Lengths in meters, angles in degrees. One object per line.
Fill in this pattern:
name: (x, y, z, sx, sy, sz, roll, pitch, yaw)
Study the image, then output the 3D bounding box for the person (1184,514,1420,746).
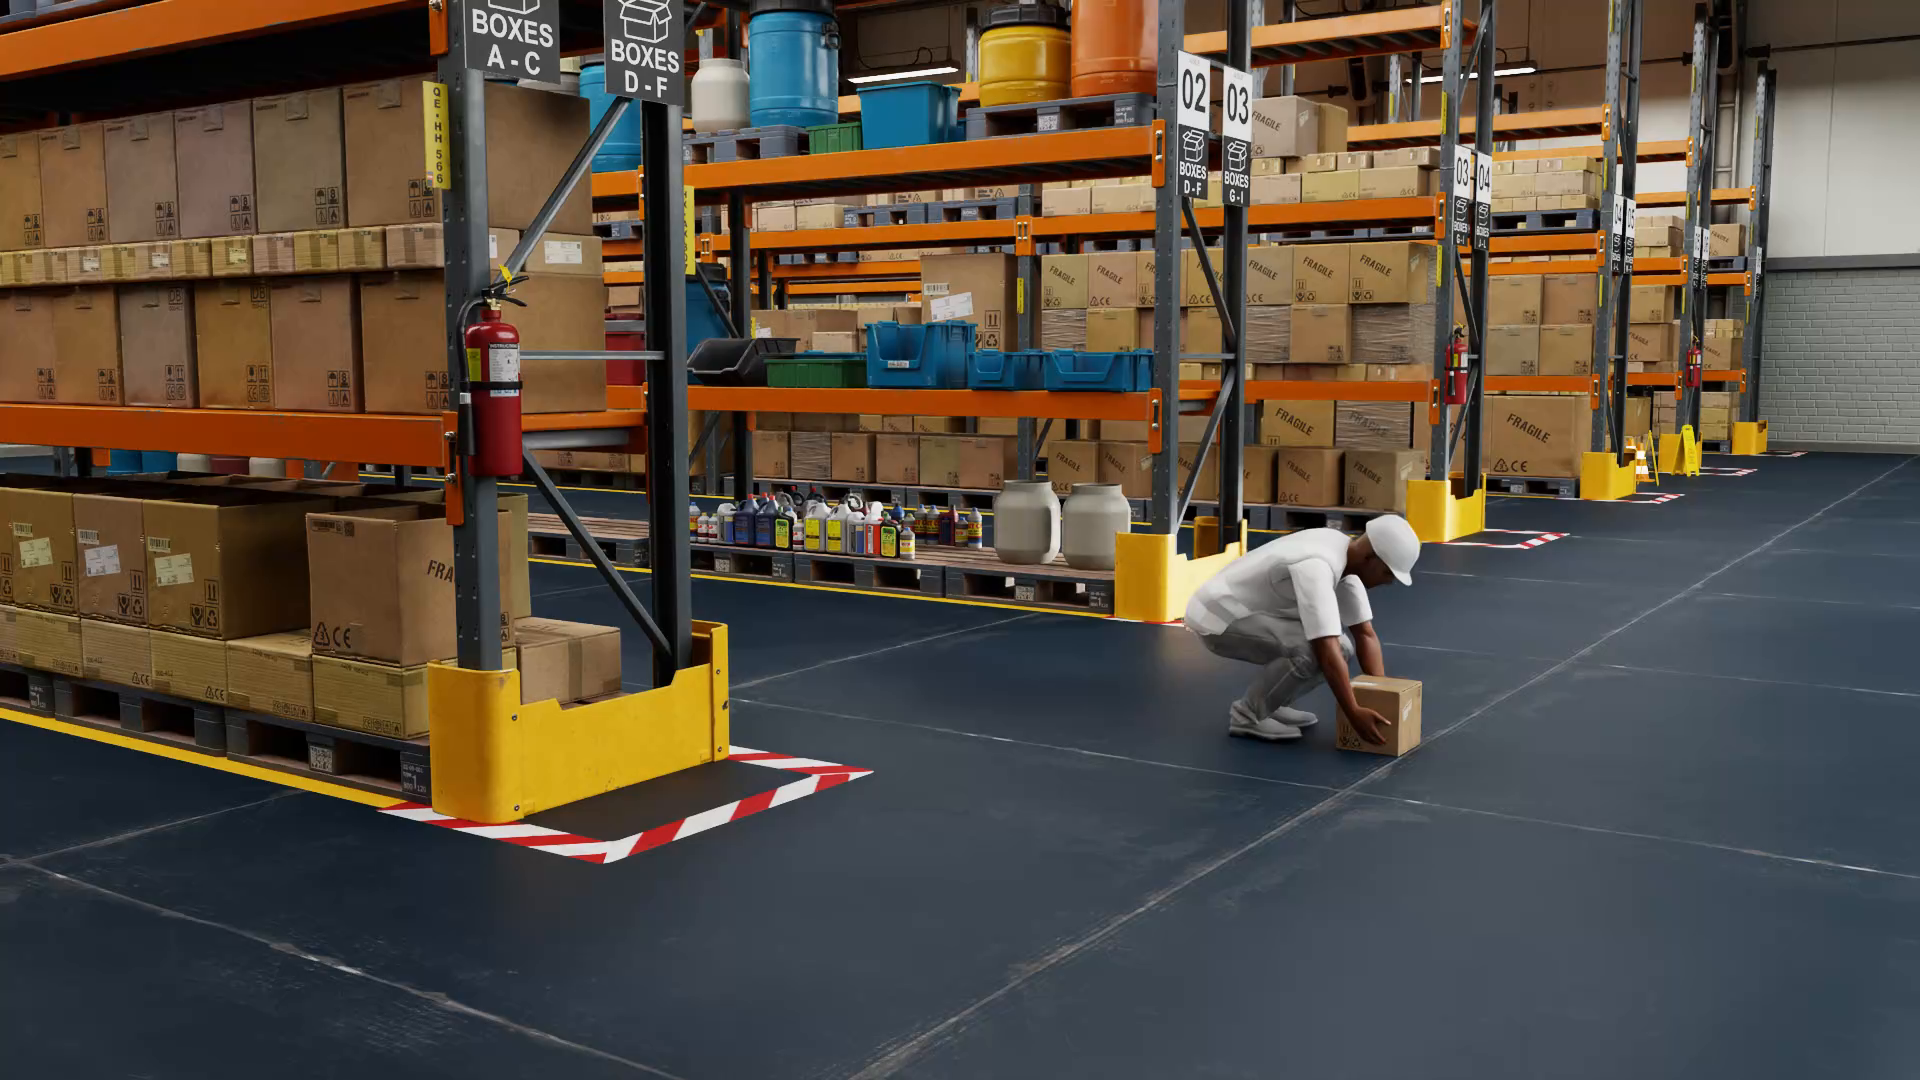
person: (1.368, 0.333, 6.630, 0.896, 0.903, 0.563, 4, 8, 34)
